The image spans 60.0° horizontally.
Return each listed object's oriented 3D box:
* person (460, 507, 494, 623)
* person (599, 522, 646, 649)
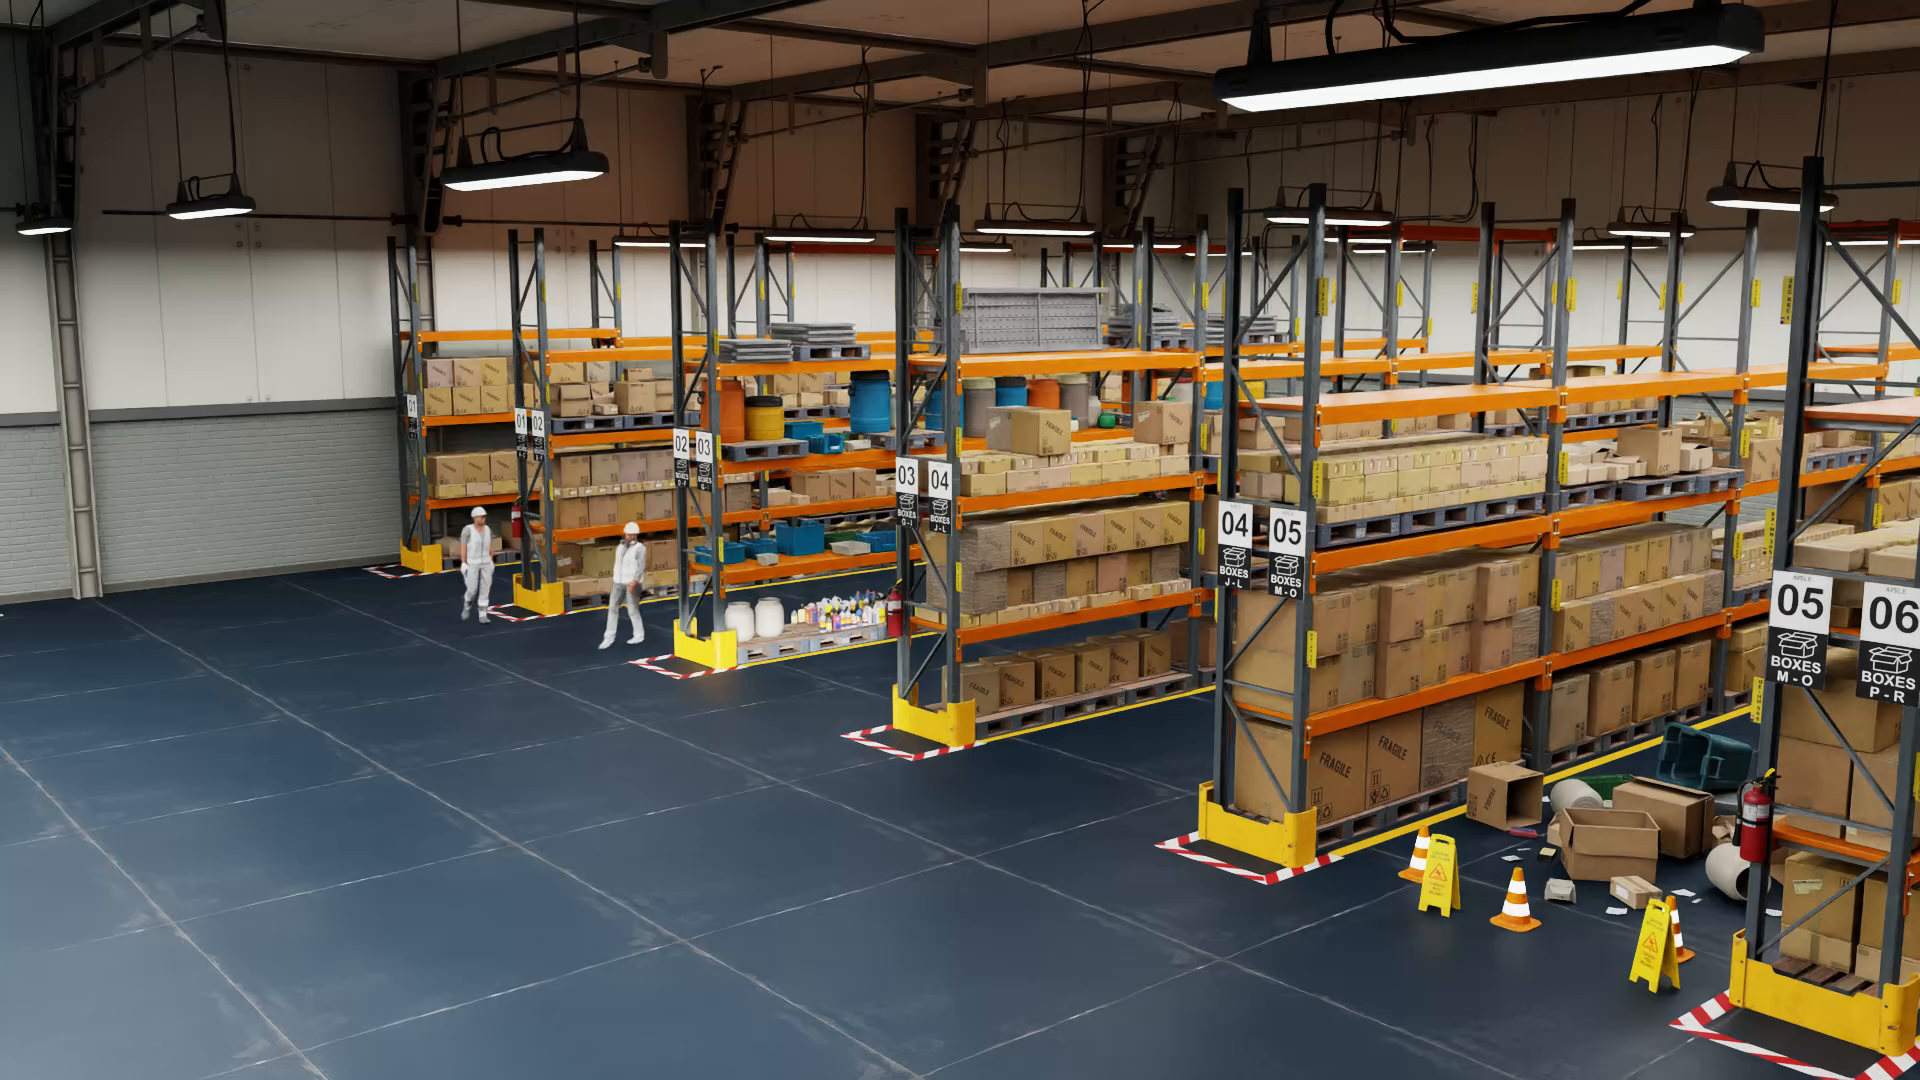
[{"bbox_3d":[-7.390,0.376,25.373,0.569,1.788,0.505,-7,11,-40],"label":"person"},{"bbox_3d":[-4.835,0.652,23.843,0.559,1.778,0.718,4,10,24],"label":"person"}]
